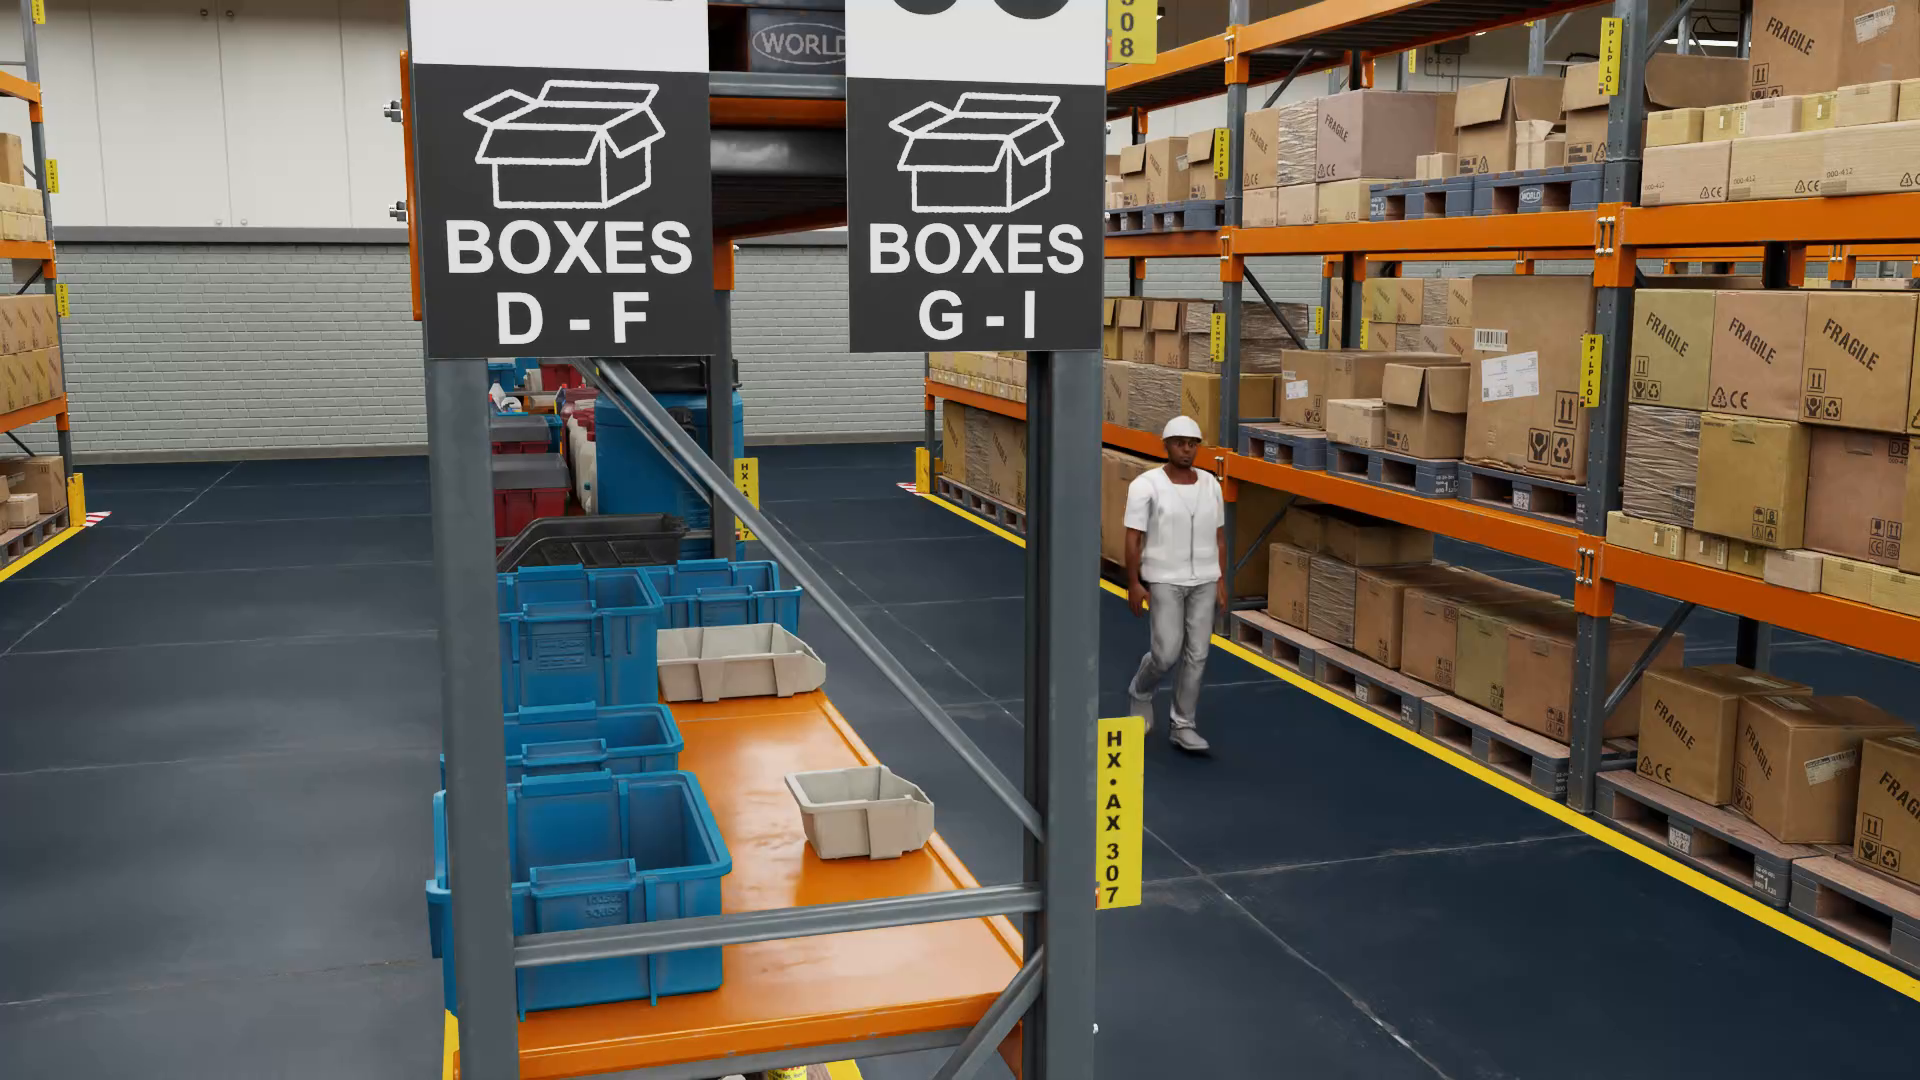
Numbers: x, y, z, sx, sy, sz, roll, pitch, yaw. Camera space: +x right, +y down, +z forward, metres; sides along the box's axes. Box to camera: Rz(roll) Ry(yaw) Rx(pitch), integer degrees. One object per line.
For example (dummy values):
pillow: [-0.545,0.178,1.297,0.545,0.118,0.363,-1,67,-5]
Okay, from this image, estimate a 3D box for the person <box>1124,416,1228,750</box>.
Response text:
person: [1.150,0.218,8.816,0.567,1.756,0.540,-3,10,-17]
